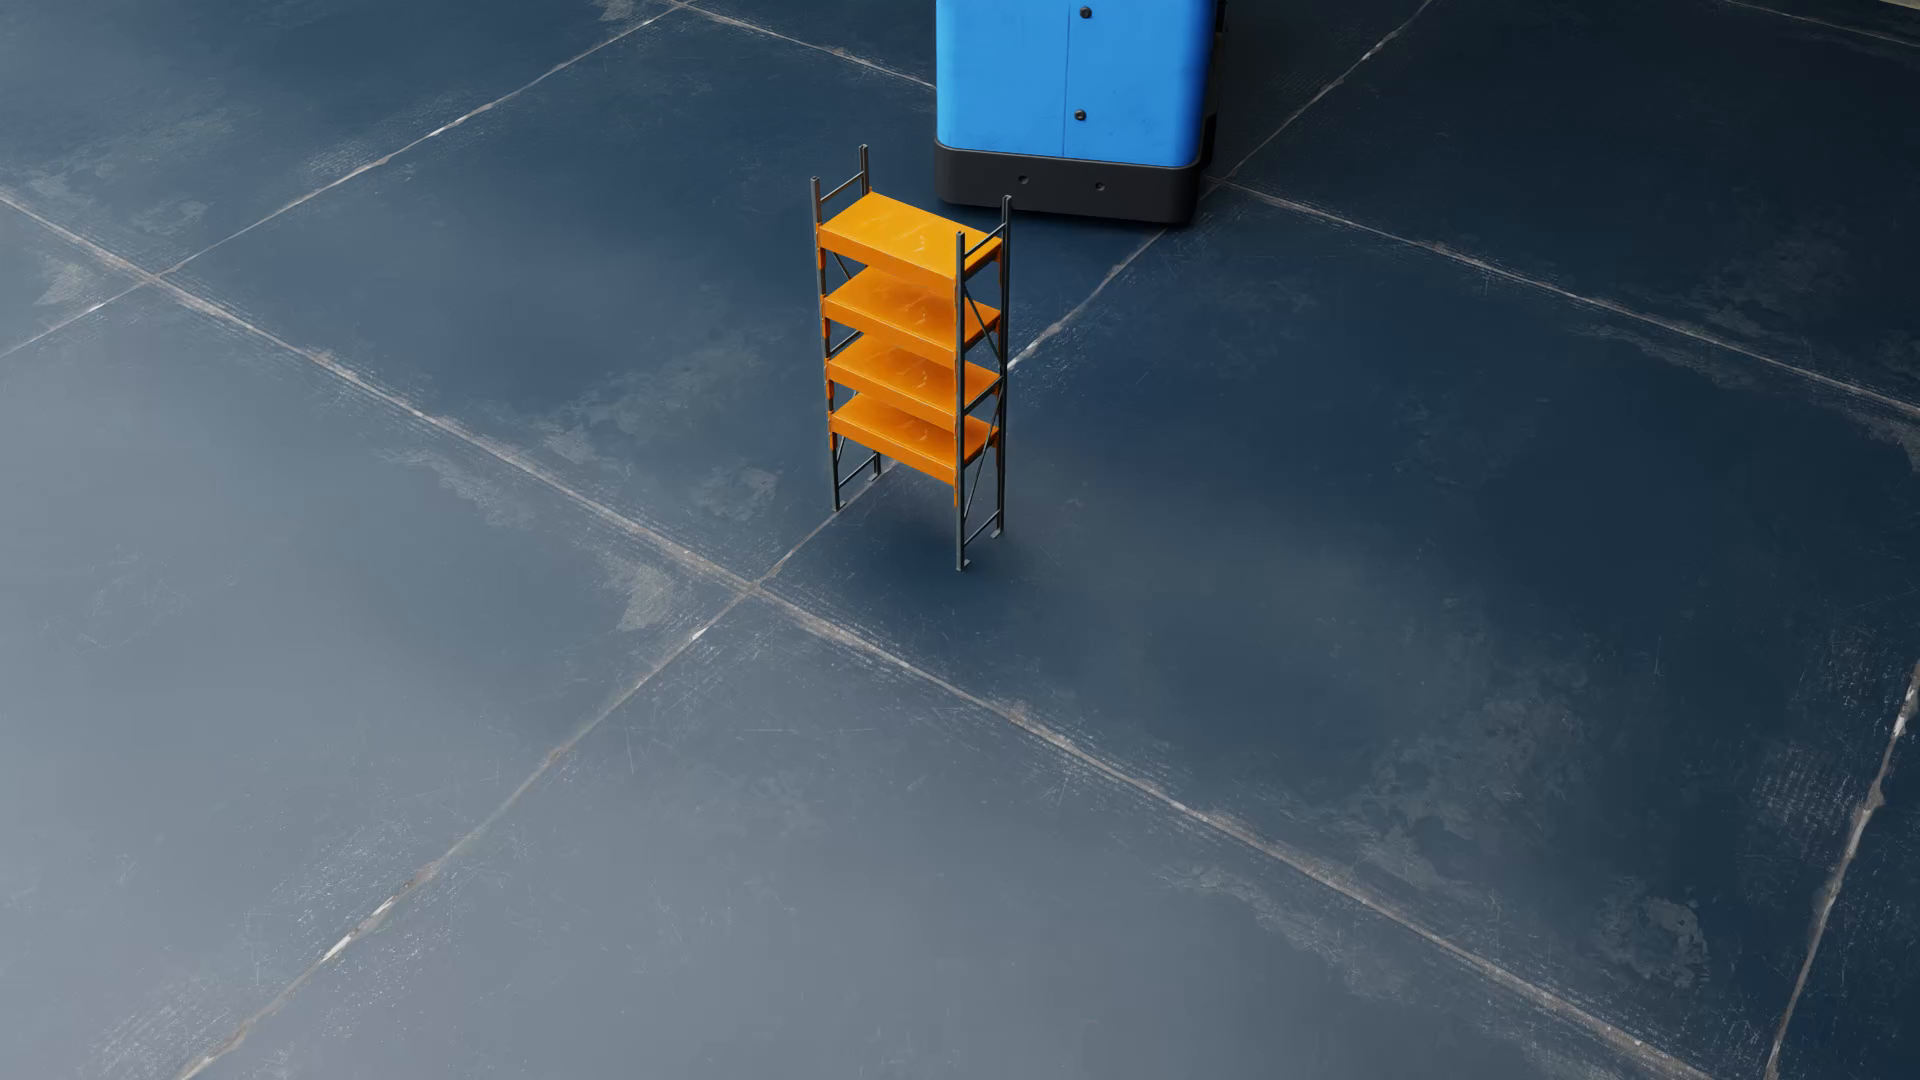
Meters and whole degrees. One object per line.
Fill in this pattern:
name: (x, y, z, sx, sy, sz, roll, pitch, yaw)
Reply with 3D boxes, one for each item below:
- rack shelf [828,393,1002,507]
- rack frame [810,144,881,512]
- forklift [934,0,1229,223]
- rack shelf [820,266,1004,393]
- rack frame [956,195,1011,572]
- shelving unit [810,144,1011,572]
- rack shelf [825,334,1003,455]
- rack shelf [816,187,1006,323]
rack shelf: (-0.136, -0.312, 5.098, 0.480, 0.148, 0.258, 25, 48, 25)
rack frame: (-0.335, -0.604, 5.025, 0.015, 1.200, 0.240, 25, 48, 25)
forklift: (0.661, -3.326, 6.768, 1.130, 2.935, 3.031, 7, 42, 7)
rack shelf: (-0.136, -0.627, 4.816, 0.480, 0.148, 0.258, 25, 48, 25)
rack frame: (0.064, -0.417, 4.816, 0.015, 1.200, 0.240, 25, 48, 25)
shelving unit: (-0.136, -0.511, 4.921, 0.503, 1.200, 0.258, 25, 48, 25)
rack shelf: (-0.136, -0.460, 4.966, 0.480, 0.148, 0.258, 25, 48, 25)
rack shelf: (-0.136, -0.803, 4.659, 0.480, 0.148, 0.258, 25, 48, 25)
